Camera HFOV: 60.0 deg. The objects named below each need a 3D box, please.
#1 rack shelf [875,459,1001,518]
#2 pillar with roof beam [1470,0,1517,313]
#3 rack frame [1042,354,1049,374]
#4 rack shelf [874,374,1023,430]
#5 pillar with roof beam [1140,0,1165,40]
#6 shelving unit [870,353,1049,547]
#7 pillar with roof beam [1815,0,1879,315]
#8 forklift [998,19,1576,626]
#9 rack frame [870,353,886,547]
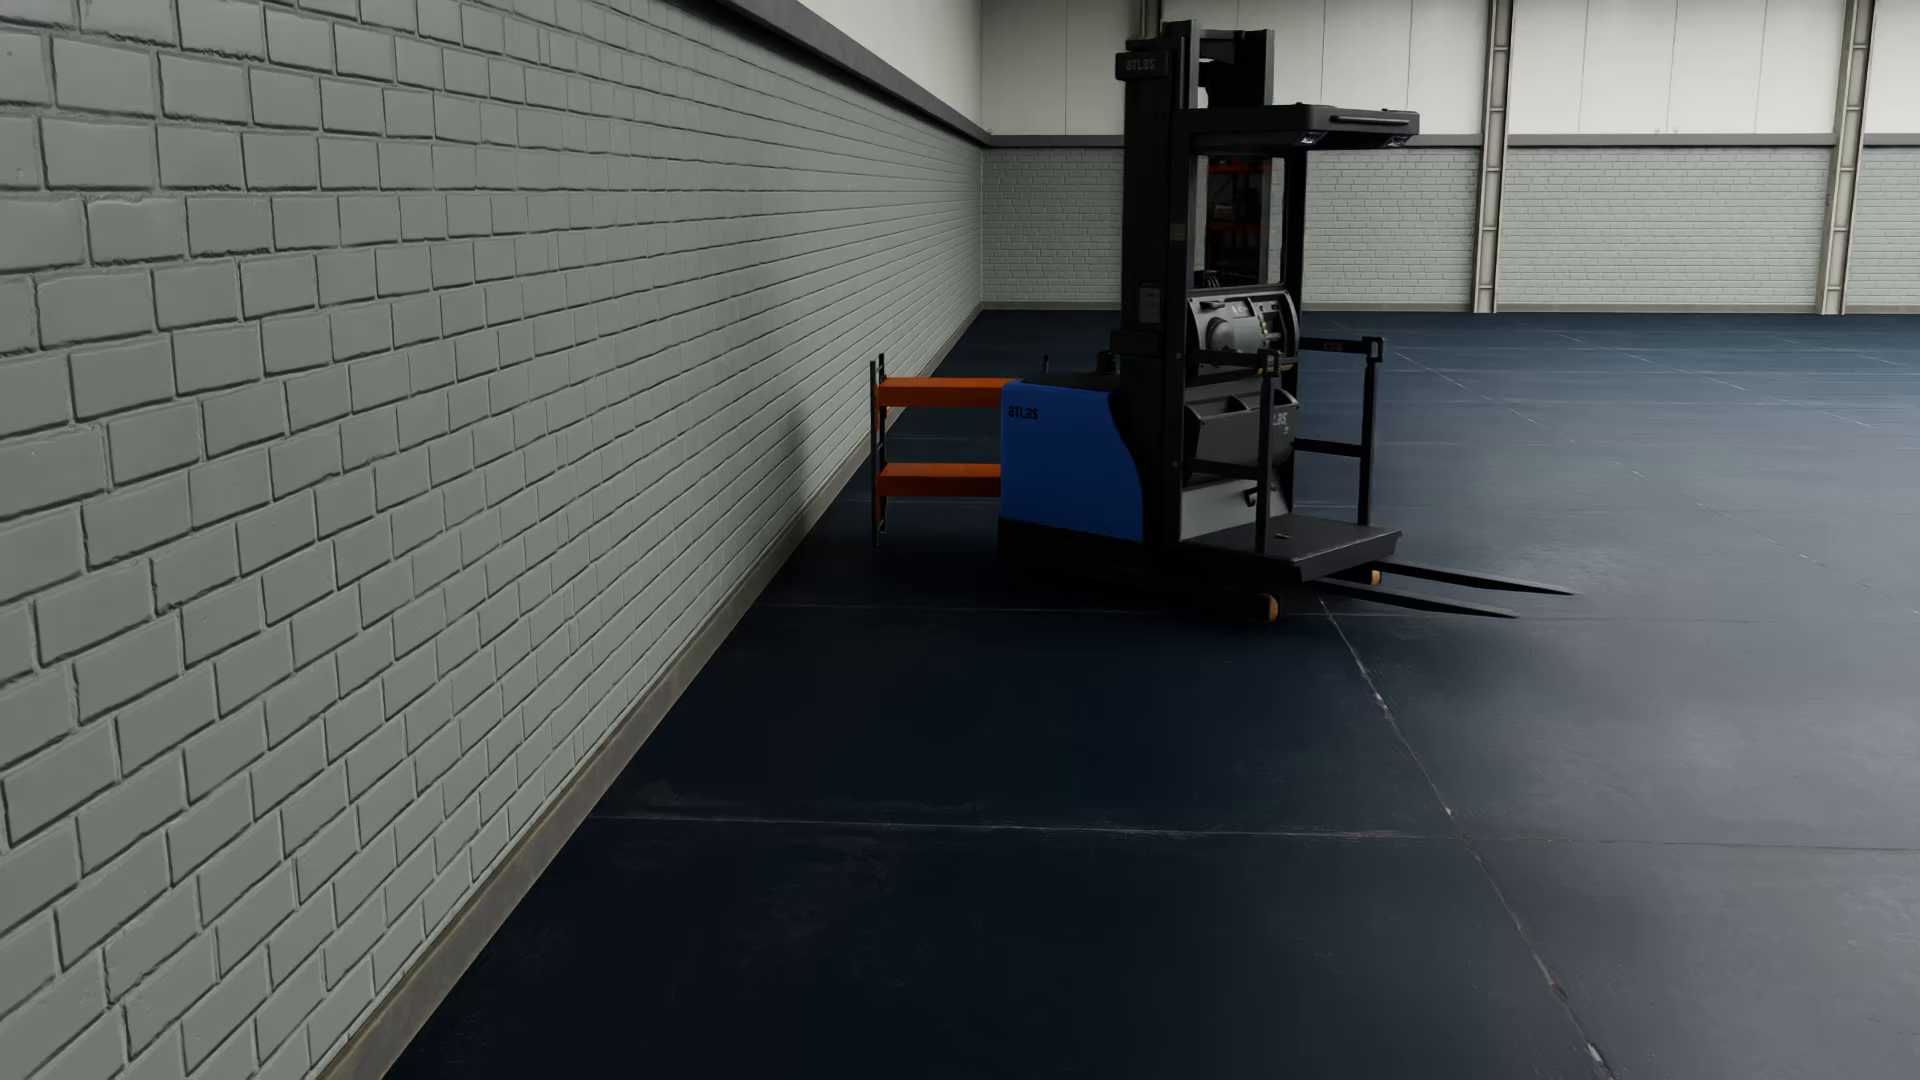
[{"bbox_3d":[0.007,-0.311,10.203,1.000,0.278,0.538,1,12,4],"label":"rack shelf"},{"bbox_3d":[9.062,-7.596,24.604,0.400,9.000,9.100,1,12,4],"label":"pillar with roof beam"},{"bbox_3d":[0.514,-0.544,10.119,0.032,1.125,0.500,1,12,4],"label":"rack frame"},{"bbox_3d":[0.007,-0.837,10.093,1.000,0.278,0.538,1,12,4],"label":"rack shelf"},{"bbox_3d":[3.075,-7.678,24.996,0.400,9.000,9.100,1,12,4],"label":"pillar with roof beam"},{"bbox_3d":[0.007,-0.550,10.152,1.048,1.125,0.538,1,12,4],"label":"shelving unit"},{"bbox_3d":[15.048,-7.514,24.211,0.400,9.000,9.100,1,12,4],"label":"pillar with roof beam"},{"bbox_3d":[1.632,-1.130,8.511,3.031,2.935,1.130,11,16,42],"label":"forklift"},{"bbox_3d":[-0.500,-0.557,10.186,0.032,1.125,0.500,1,12,4],"label":"rack frame"}]
